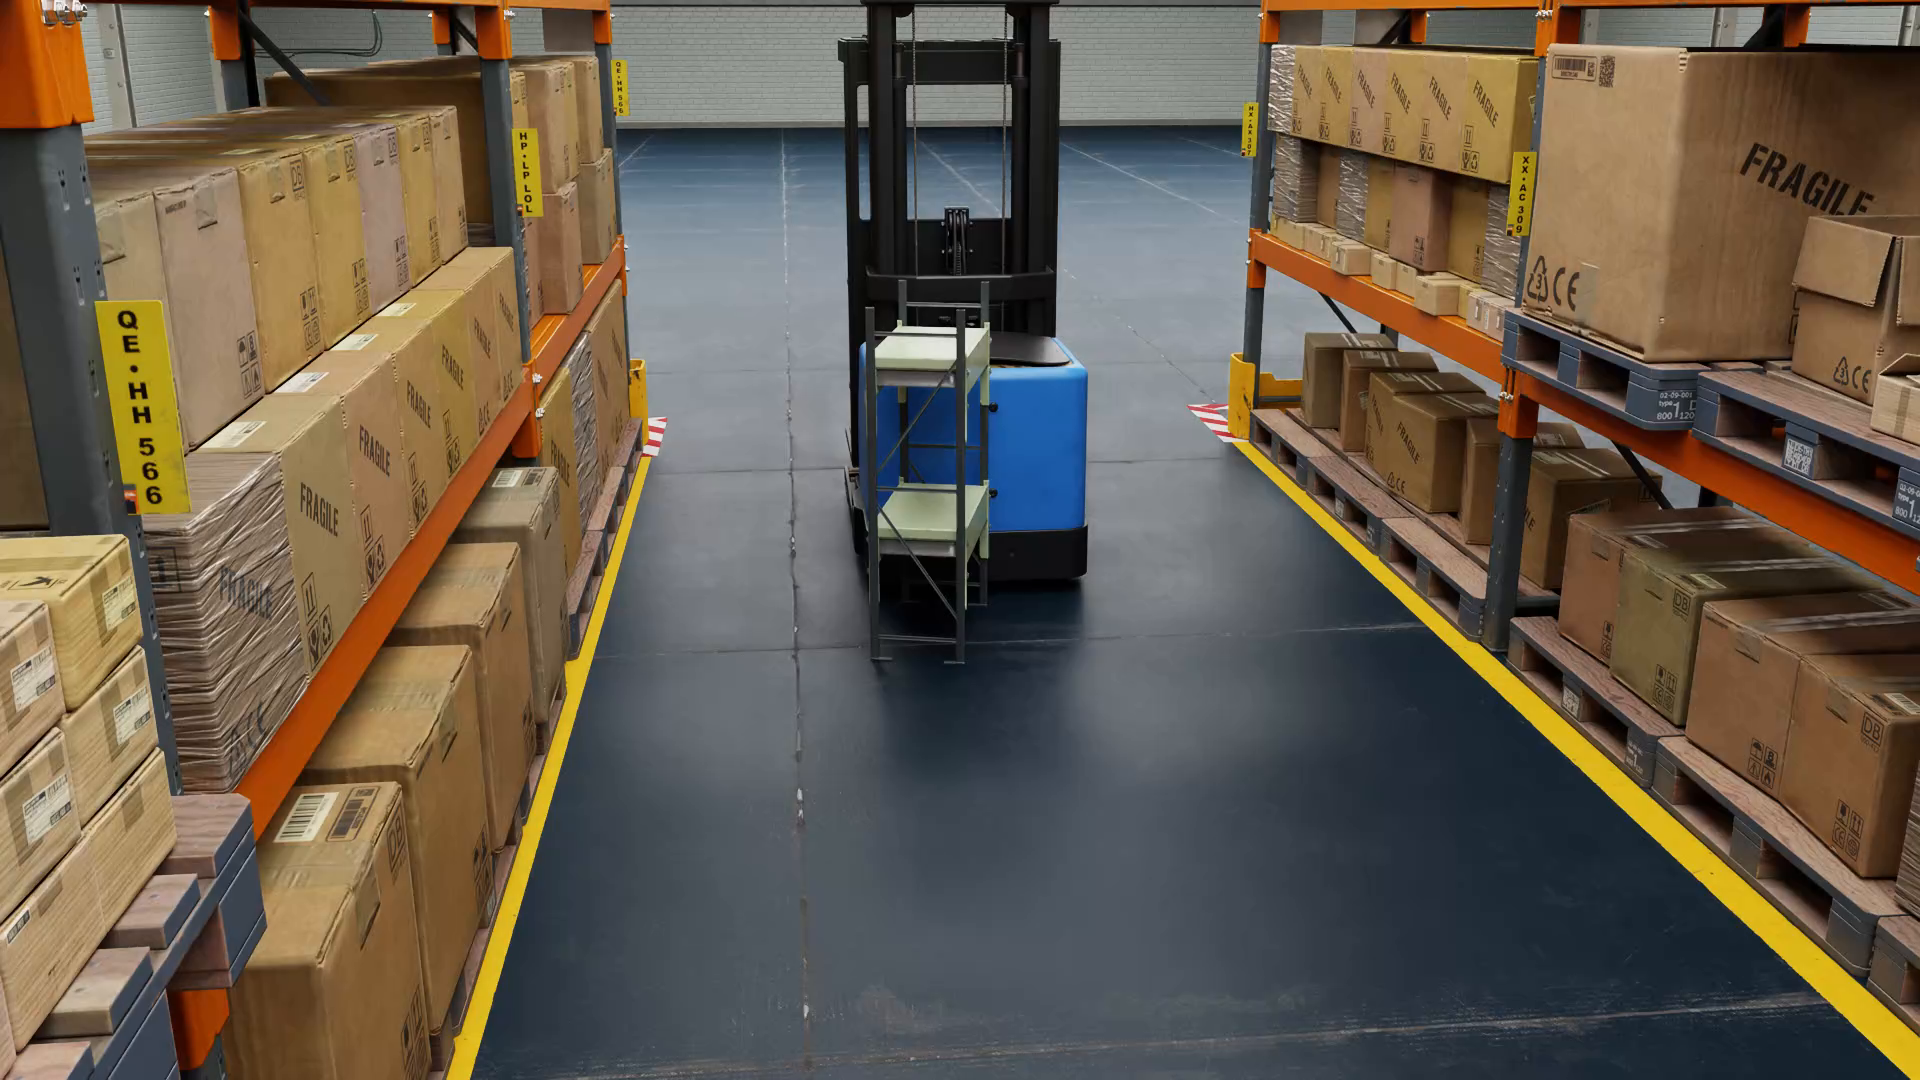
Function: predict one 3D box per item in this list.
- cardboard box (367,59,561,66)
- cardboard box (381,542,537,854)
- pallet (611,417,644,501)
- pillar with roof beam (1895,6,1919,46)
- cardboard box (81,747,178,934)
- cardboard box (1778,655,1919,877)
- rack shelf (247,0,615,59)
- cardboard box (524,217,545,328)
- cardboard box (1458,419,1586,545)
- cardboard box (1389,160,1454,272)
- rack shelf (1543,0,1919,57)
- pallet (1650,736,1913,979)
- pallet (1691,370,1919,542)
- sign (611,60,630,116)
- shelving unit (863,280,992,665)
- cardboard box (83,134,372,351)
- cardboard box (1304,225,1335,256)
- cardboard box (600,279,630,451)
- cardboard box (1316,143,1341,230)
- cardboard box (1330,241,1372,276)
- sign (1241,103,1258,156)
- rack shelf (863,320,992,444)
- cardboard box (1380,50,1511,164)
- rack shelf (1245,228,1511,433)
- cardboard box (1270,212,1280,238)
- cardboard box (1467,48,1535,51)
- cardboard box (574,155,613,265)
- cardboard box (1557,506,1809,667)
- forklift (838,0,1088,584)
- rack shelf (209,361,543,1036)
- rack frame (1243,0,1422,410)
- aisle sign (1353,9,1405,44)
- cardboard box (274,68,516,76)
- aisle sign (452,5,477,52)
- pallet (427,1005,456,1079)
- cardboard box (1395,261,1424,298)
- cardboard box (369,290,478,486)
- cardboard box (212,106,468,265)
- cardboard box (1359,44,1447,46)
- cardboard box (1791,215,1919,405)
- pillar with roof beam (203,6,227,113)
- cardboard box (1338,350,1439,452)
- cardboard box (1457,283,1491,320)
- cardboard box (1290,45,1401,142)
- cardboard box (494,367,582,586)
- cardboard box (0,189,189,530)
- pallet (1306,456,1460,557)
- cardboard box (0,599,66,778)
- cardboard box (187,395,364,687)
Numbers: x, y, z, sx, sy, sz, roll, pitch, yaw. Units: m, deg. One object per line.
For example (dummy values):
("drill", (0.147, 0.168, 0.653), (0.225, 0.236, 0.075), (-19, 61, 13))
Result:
("cardboard box", (-2.519, -2.188, 8.585), (0.875, 0.550, 0.550), (-2, 18, -6))
("cardboard box", (-1.928, 0.490, 5.164), (1.050, 0.750, 0.750), (-2, 18, -6))
("pallet", (-2.429, -0.478, 9.849), (1.003, 0.211, 1.213), (-2, 18, -6))
("pillar with roof beam", (11.929, -10.537, 27.217), (9.100, 9.000, 0.400), (-2, 18, -6))
("cardboard box", (-1.256, 0.391, 2.142), (0.380, 0.149, 0.250), (-1, 17, -5))
("cardboard box", (2.955, 0.666, 4.987), (0.700, 0.500, 0.500), (0, 17, -1))
("rack shelf", (-2.383, -2.537, 7.943), (1.077, 0.370, 4.000), (-2, 18, -6))
("cardboard box", (-2.306, -1.197, 7.233), (0.875, 0.550, 0.550), (-2, 18, -6))
("cardboard box", (2.699, -0.275, 8.016), (0.500, 0.500, 0.500), (4, 18, 12))
("cardboard box", (2.614, -1.598, 8.095), (0.875, 0.500, 0.500), (-2, 18, -6))
("rack shelf", (2.973, -1.468, 4.539), (1.077, 0.370, 4.000), (-2, 18, -6))
("pallet", (2.978, 0.950, 5.297), (1.003, 0.211, 1.213), (-2, 18, -6))
("pallet", (2.934, -0.281, 4.886), (1.003, 0.211, 1.213), (-2, 18, -6))
("sign", (-2.049, -2.723, 10.014), (0.100, 0.325, 0.005), (-2, 18, -6))
("shelving unit", (-0.125, -0.309, 7.157), (0.431, 1.500, 0.755), (3, 18, 8))
("cardboard box", (-1.963, -0.776, 4.304), (0.700, 0.500, 0.500), (-2, 18, -6))
("cardboard box", (2.211, -1.732, 9.605), (0.380, 0.149, 0.250), (-2, 18, -6))
("cardboard box", (-2.454, -1.031, 9.801), (0.875, 0.875, 0.875), (-2, 18, -5))
("cardboard box", (2.555, -2.048, 9.528), (0.875, 0.500, 0.500), (-2, 18, -6))
("cardboard box", (2.205, -1.506, 8.885), (0.380, 0.149, 0.250), (-2, 18, -6))
("sign", (1.815, -2.564, 10.391), (0.100, 0.325, 0.005), (-2, 18, -6))
("rack shelf", (-0.125, -0.681, 7.040), (0.431, 0.370, 0.720), (3, 18, 8))
("cardboard box", (2.343, -2.066, 7.918), (0.500, 0.500, 0.500), (-2, 18, -6))
("rack shelf", (2.561, -1.229, 8.784), (1.077, 0.370, 4.000), (-2, 18, -6))
("cardboard box", (2.147, -1.956, 10.318), (0.380, 0.149, 0.250), (-2, 18, -6))
("cardboard box", (2.807, -2.231, 8.444), (0.500, 0.500, 0.500), (-2, 18, -6))
("cardboard box", (-2.428, -1.844, 9.292), (0.875, 0.550, 0.550), (-2, 18, -6))
("cardboard box", (2.809, 0.190, 6.502), (0.700, 0.500, 0.500), (-3, 18, -10))
("forklift", (-0.068, -1.586, 8.836), (1.130, 2.935, 3.031), (-2, 18, -6))
("rack shelf", (-1.971, 0.086, 4.596), (1.077, 0.370, 4.000), (-2, 18, -6))
("rack frame", (2.354, -2.168, 10.575), (1.000, 3.000, 0.127), (-2, 18, -6))
("aisle sign", (2.646, -3.436, 10.273), (0.394, 0.787, 0.004), (-2, 18, -6))
("cardboard box", (-2.353, -1.711, 7.066), (0.875, 0.550, 0.550), (-2, 18, -6))
("aisle sign", (-2.895, -3.297, 9.831), (0.394, 0.787, 0.004), (-2, 18, -6))
("pallet", (-1.771, 1.432, 3.764), (1.003, 0.211, 1.213), (-2, 18, -6))
("cardboard box", (2.373, -1.285, 8.182), (0.380, 0.149, 0.250), (-2, 18, -6))
("cardboard box", (-1.753, -0.452, 4.943), (0.500, 0.500, 0.500), (-2, 17, -5))
("cardboard box", (-2.120, -1.230, 5.751), (0.700, 0.500, 0.500), (-2, 18, -7))
("cardboard box", (2.657, -2.678, 9.868), (0.500, 0.500, 0.500), (-2, 18, -6))
("cardboard box", (3.038, -0.712, 5.064), (0.797, 0.503, 0.637), (0, 17, 0))
("pillar with roof beam", (-12.077, -13.405, 36.353), (9.100, 9.000, 0.400), (-2, 18, -6))
("cardboard box", (2.498, -0.812, 9.728), (0.500, 0.500, 0.500), (3, 18, 9))
("cardboard box", (2.470, -1.062, 7.473), (0.380, 0.149, 0.250), (-2, 18, -6))
("cardboard box", (2.185, -2.513, 9.341), (0.500, 0.500, 0.500), (-2, 18, -6))
("cardboard box", (-2.172, -0.229, 7.245), (0.875, 0.875, 0.875), (-2, 17, -5))
("cardboard box", (-1.801, -0.320, 2.853), (0.700, 0.500, 0.500), (-2, 18, -6))
("pallet", (2.533, -0.209, 8.991), (1.003, 0.211, 1.213), (-2, 18, -6))
("cardboard box", (-1.234, 0.181, 1.817), (0.380, 0.149, 0.250), (-2, 18, -6))
("cardboard box", (-1.598, -0.002, 3.510), (0.500, 0.500, 0.500), (-2, 18, -6))
